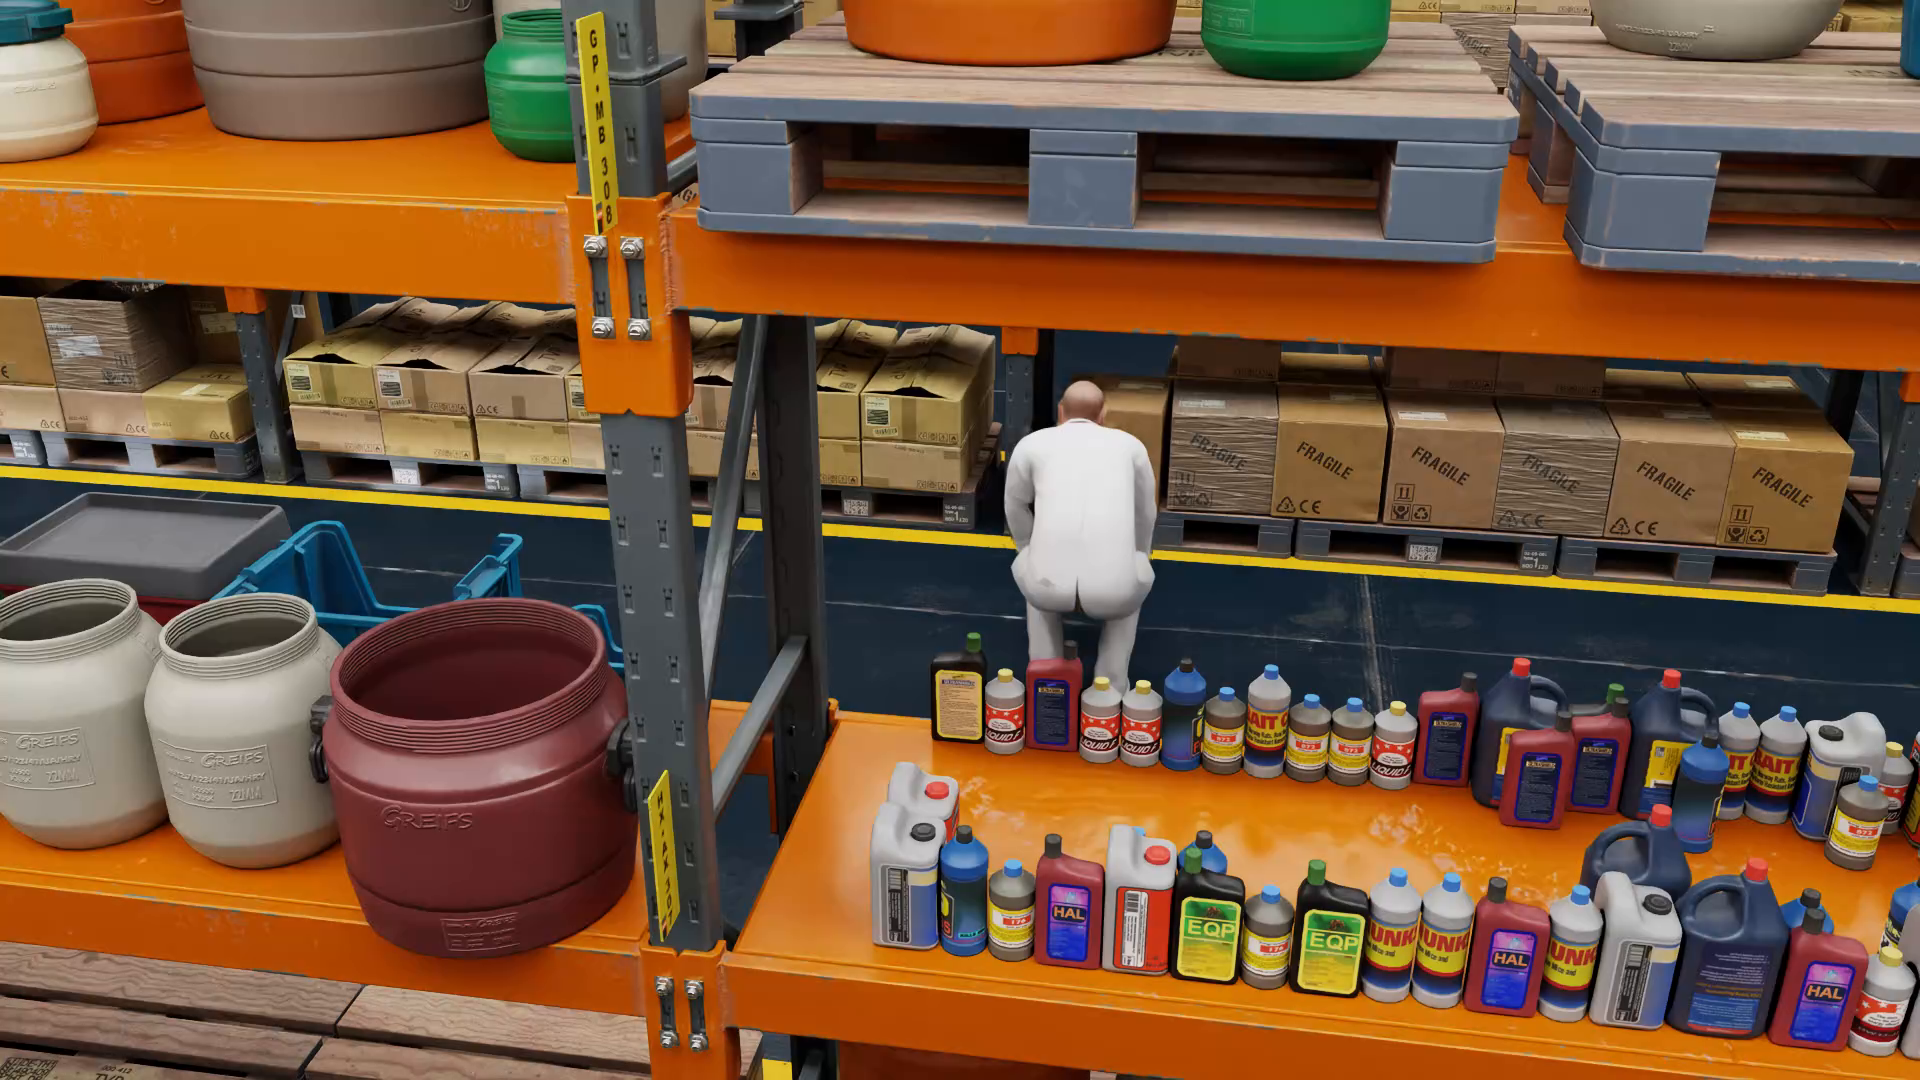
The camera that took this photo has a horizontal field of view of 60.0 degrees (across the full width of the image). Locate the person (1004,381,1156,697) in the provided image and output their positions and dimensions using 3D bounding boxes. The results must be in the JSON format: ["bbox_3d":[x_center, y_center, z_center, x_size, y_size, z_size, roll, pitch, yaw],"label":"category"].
[{"bbox_3d":[0.468,0.057,6.638,0.631,1.249,0.796,4,25,9],"label":"person"}]
